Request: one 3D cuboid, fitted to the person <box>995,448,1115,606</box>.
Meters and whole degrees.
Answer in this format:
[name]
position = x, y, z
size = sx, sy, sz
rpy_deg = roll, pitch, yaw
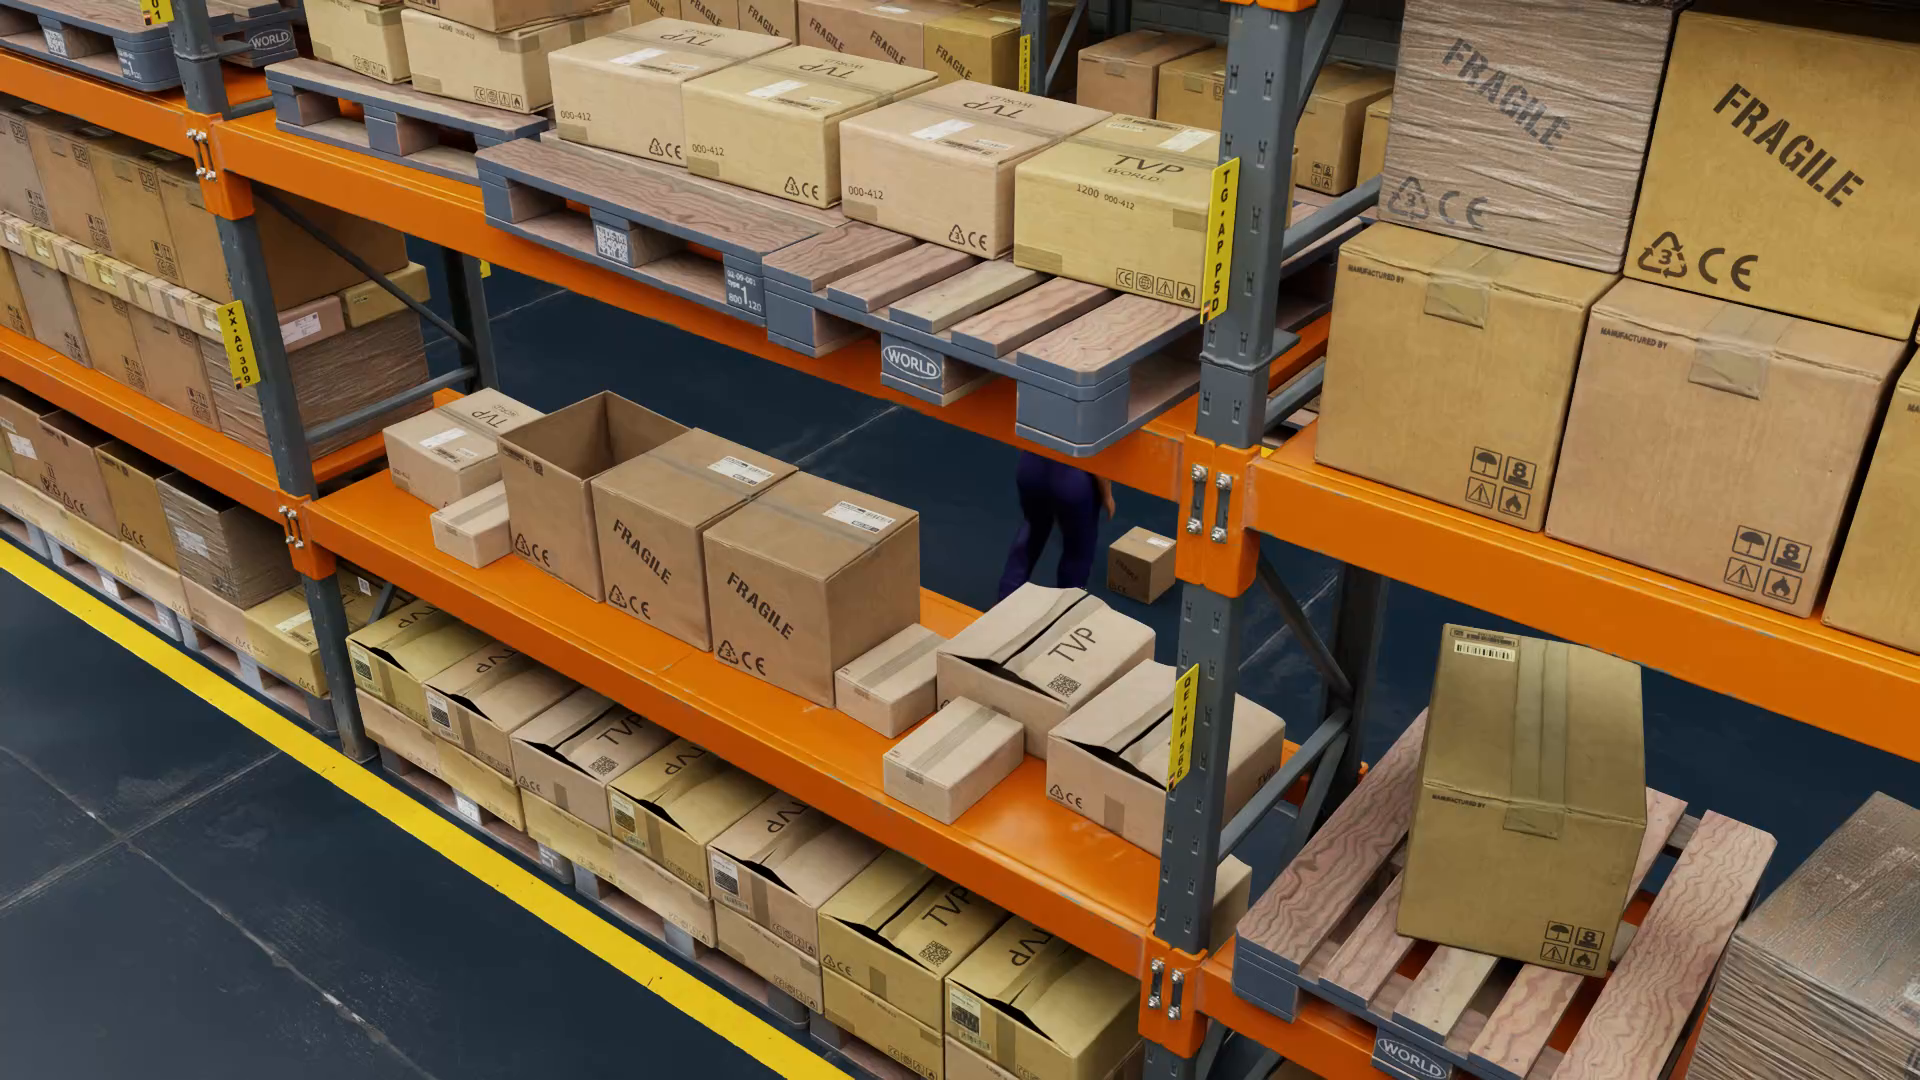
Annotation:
[person]
position = 0.447, -0.269, 7.573
size = 0.569, 1.661, 0.472
rpy_deg = 23, 38, 32
